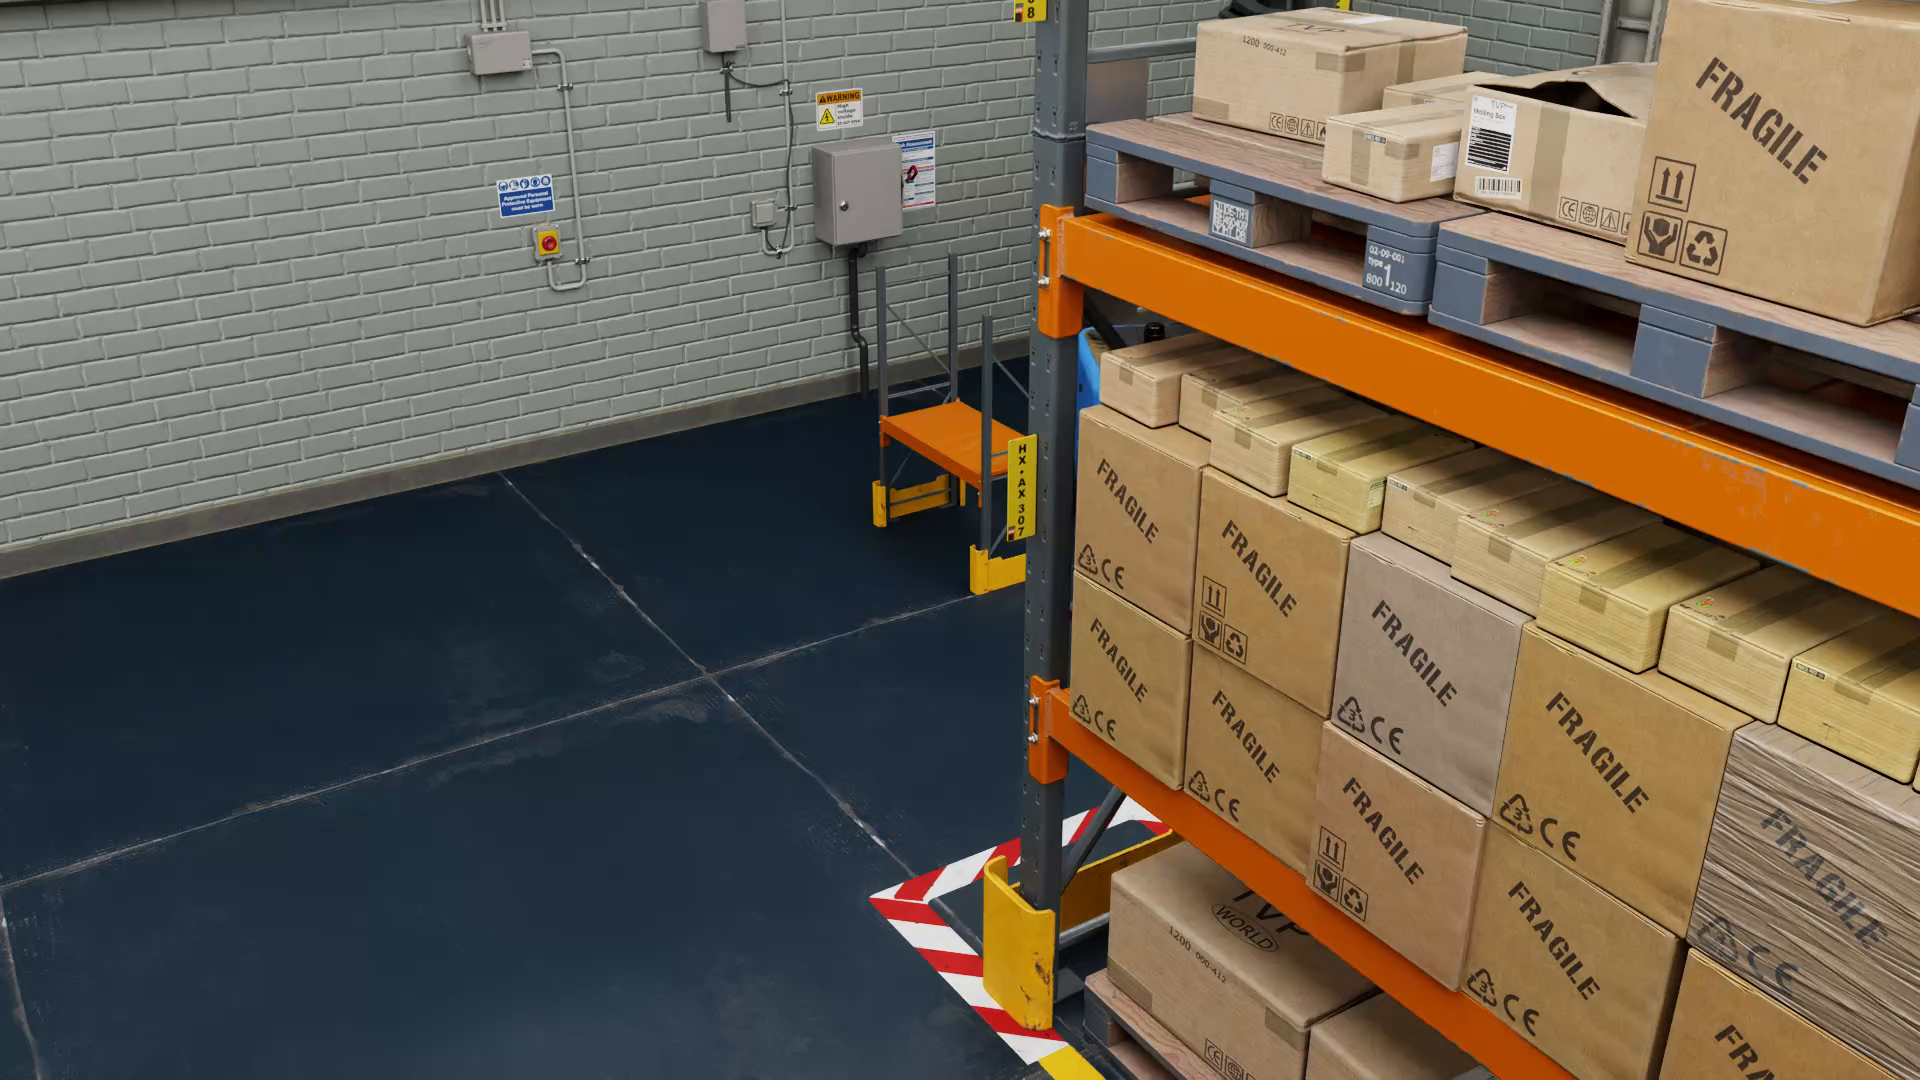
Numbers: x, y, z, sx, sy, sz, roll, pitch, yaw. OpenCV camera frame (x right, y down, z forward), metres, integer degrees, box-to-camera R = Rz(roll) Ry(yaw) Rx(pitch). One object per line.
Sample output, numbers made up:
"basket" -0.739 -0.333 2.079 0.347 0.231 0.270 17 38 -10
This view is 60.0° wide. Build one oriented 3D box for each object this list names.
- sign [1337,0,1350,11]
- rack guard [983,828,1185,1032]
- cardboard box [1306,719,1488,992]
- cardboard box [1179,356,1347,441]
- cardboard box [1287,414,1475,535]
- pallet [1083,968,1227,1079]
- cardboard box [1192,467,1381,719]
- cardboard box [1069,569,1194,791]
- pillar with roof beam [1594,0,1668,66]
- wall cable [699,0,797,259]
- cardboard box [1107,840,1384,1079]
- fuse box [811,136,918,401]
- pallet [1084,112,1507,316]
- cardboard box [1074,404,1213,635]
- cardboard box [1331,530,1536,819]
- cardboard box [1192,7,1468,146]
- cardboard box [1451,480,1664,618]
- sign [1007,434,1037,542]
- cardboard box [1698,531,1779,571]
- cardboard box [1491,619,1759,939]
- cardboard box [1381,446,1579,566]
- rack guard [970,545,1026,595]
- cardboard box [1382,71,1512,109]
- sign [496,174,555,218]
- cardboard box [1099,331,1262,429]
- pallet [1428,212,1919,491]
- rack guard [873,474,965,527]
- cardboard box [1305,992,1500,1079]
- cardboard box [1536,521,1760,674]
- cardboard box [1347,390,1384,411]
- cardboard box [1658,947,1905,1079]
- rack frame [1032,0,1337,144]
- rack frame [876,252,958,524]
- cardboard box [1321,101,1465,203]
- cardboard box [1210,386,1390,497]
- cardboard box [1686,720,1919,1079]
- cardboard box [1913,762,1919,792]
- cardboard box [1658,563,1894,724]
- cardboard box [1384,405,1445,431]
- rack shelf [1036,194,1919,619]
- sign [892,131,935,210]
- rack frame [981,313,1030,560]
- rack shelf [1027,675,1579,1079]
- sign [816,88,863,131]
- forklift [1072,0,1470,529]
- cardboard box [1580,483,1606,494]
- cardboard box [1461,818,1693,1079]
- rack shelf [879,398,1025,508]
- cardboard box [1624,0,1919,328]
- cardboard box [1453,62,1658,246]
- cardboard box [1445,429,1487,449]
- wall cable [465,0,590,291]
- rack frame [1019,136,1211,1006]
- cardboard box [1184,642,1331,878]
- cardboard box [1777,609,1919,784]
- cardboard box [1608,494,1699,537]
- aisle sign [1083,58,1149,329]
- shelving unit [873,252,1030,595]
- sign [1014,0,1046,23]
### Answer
"sign" 1.115 -1.695 4.870 0.100 0.325 0.005 -16 29 -30
"rack guard" 0.640 1.269 5.977 1.175 0.500 0.348 -16 29 -30
"cardboard box" 1.236 0.701 4.134 0.500 0.500 0.500 -16 29 -30
"cardboard box" 0.817 -0.375 4.482 0.380 0.149 0.250 -15 29 -28
"cardboard box" 1.022 -0.165 4.038 0.380 0.149 0.250 -17 30 -31
"pallet" 1.155 1.676 5.453 1.003 0.211 1.213 -16 29 -30
"cardboard box" 0.964 0.071 4.298 0.500 0.500 0.500 -16 30 -31
"cardboard box" 0.674 0.340 4.898 0.500 0.500 0.500 -16 30 -30
"pillar with roof beam" 0.486 -3.895 6.960 9.100 9.000 0.400 -16 29 -30
"wall cable" -1.263 -2.658 10.178 0.588 1.984 0.122 -16 29 -30
"cardboard box" 1.097 1.329 5.431 0.875 0.438 0.875 -17 30 -31
"fuse box" -0.605 -1.719 10.887 0.539 1.711 0.414 -16 29 -30
"pallet" 1.067 -0.906 4.246 1.003 0.211 1.213 -16 29 -30
"cardboard box" 0.676 -0.112 4.686 0.500 0.500 0.500 -16 30 -31
"cardboard box" 1.252 0.253 3.912 0.500 0.500 0.500 -16 30 -30
"cardboard box" 0.974 -1.237 4.409 0.500 0.250 0.500 -19 31 -34
"cardboard box" 1.310 0.015 3.656 0.380 0.149 0.250 -15 29 -29
"sign" 0.185 -0.153 4.954 0.100 0.325 0.005 -16 29 -30
"cardboard box" 1.887 -0.020 3.731 0.380 0.149 0.250 -14 29 -28
"cardboard box" 1.525 0.431 3.534 0.500 0.500 0.500 -15 29 -29
"cardboard box" 1.210 -0.084 3.865 0.380 0.149 0.250 -15 29 -29
"rack guard" 0.313 0.092 8.762 0.587 0.250 0.087 -16 29 -30
"cardboard box" 1.270 -1.060 4.152 0.380 0.149 0.250 -18 31 -33
"sign" -2.519 -1.997 9.650 0.327 0.218 0.001 -16 29 -30
"cardboard box" 0.615 -0.452 4.646 0.380 0.149 0.250 -15 29 -29
"pallet" 1.737 -0.470 3.321 1.003 0.211 1.213 -16 29 -30
"rack guard" -0.230 -0.264 9.516 0.587 0.250 0.087 -16 29 -30
"cardboard box" 1.603 1.654 4.742 0.875 0.438 0.875 -15 29 -28
"cardboard box" 1.426 0.112 3.450 0.380 0.149 0.250 -16 30 -31
"cardboard box" 1.175 -0.477 4.698 0.380 0.149 0.250 -15 29 -29
"cardboard box" 1.797 1.067 3.359 0.500 0.500 0.500 -16 30 -30
"rack frame" 0.653 -2.566 4.144 1.000 3.000 0.127 -16 29 -30
"rack frame" -0.231 -0.830 9.250 0.500 1.500 0.032 -16 29 -30
"cardboard box" 1.054 -0.888 3.789 0.380 0.149 0.250 -14 29 -28
"cardboard box" 0.863 -0.255 4.229 0.380 0.149 0.250 -15 29 -28
"cardboard box" 1.792 0.613 3.150 0.500 0.500 0.500 -15 29 -29
"cardboard box" 1.901 0.372 2.899 0.380 0.149 0.250 -16 30 -30
"cardboard box" 1.610 0.195 3.276 0.380 0.149 0.250 -16 29 -30
"cardboard box" 1.387 -0.404 4.544 0.380 0.149 0.250 -16 30 -30
"rack shelf" 1.745 -0.169 3.423 1.077 0.370 4.000 -16 29 -30
"sign" -0.305 -2.448 11.033 0.329 0.494 0.001 -16 29 -30
"rack frame" 0.324 -0.466 8.480 0.500 1.500 0.032 -16 29 -30
"rack shelf" 1.745 1.188 4.063 1.077 0.370 4.000 -16 29 -30
"sign" -0.765 -2.736 10.565 0.339 0.242 0.001 -16 29 -30
"forklift" 2.143 -1.382 8.743 3.031 2.935 1.130 -2 25 -3
"cardboard box" 1.573 -0.194 4.100 0.380 0.149 0.250 -16 30 -30
"cardboard box" 1.524 0.876 3.763 0.500 0.500 0.500 -14 29 -28
"rack shelf" 0.047 -0.485 8.942 0.538 0.185 1.000 -16 29 -30
"cardboard box" 1.628 -0.734 3.051 0.500 0.500 0.500 -15 29 -29
"cardboard box" 1.428 -0.857 3.534 0.500 0.311 0.500 -15 29 -29
"cardboard box" 1.490 -0.304 4.333 0.380 0.149 0.250 -15 29 -28
"wall cable" -2.445 -2.338 9.462 0.585 1.953 0.123 -16 29 -30
"rack frame" 0.653 0.147 5.425 1.000 3.000 0.127 -16 29 -30
"cardboard box" 0.974 0.515 4.529 0.500 0.500 0.500 -16 30 -30
"cardboard box" 1.757 0.279 3.097 0.380 0.149 0.250 -16 30 -31
"cardboard box" 1.759 -0.118 3.939 0.380 0.149 0.250 -15 29 -28
"aisle sign" 0.371 -0.987 4.781 0.394 0.787 0.004 -16 29 -30
"shelving unit" 0.042 -0.651 8.872 0.587 1.500 1.083 -16 29 -30
"sign" 0.185 -1.513 4.312 0.100 0.325 0.005 -16 29 -30
